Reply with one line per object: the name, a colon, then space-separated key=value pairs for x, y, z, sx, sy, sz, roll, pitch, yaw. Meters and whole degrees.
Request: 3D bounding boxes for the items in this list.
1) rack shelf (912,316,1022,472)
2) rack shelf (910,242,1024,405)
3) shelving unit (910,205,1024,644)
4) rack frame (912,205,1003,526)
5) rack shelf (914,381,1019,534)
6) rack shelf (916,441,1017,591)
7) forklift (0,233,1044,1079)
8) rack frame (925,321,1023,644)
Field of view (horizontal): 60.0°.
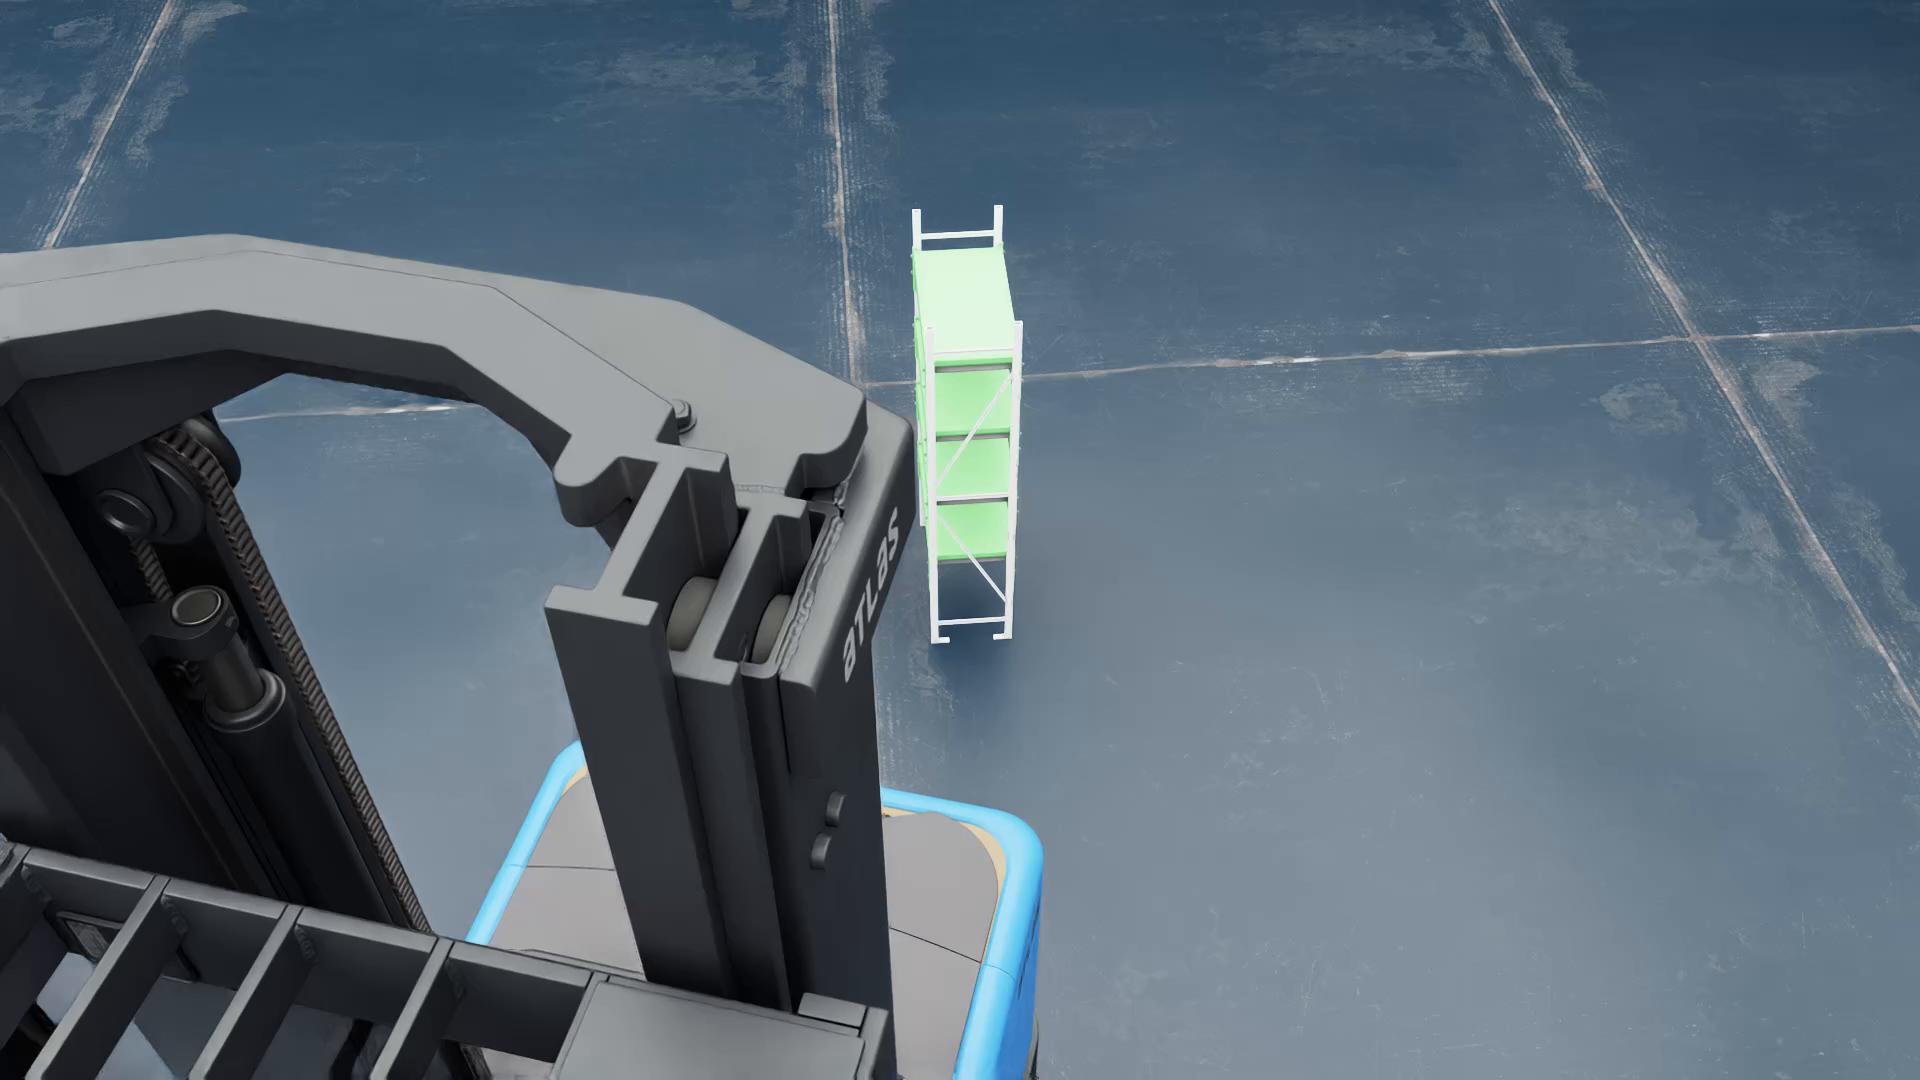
rack shelf: x=0.014 y=-0.414 z=4.573 sx=0.258 sy=0.148 sz=0.480 roll=-3 pitch=47 yaw=-3
rack shelf: x=0.014 y=-0.579 z=4.399 sx=0.258 sy=0.148 sz=0.480 roll=-3 pitch=47 yaw=-3
shelving unit: x=0.014 y=-0.293 z=4.701 sx=0.258 sy=1.200 sz=0.503 roll=-3 pitch=47 yaw=-3
rack frame: x=-0.007 y=-0.469 z=4.868 sx=0.240 sy=1.200 sz=0.015 roll=-3 pitch=47 yaw=-3
rack shelf: x=0.014 y=-0.249 z=4.747 sx=0.258 sy=0.148 sz=0.480 roll=-3 pitch=47 yaw=-3
rack shelf: x=0.014 y=-0.084 z=4.922 sx=0.258 sy=0.148 sz=0.480 roll=-3 pitch=47 yaw=-3
forklift: x=-0.657 y=1.239 z=2.058 sx=1.130 sy=2.935 sz=3.031 roll=10 pitch=47 yaw=9
rack frame: x=0.034 y=-0.116 z=4.534 sx=0.240 sy=1.200 sz=0.015 roll=-3 pitch=47 yaw=-3
